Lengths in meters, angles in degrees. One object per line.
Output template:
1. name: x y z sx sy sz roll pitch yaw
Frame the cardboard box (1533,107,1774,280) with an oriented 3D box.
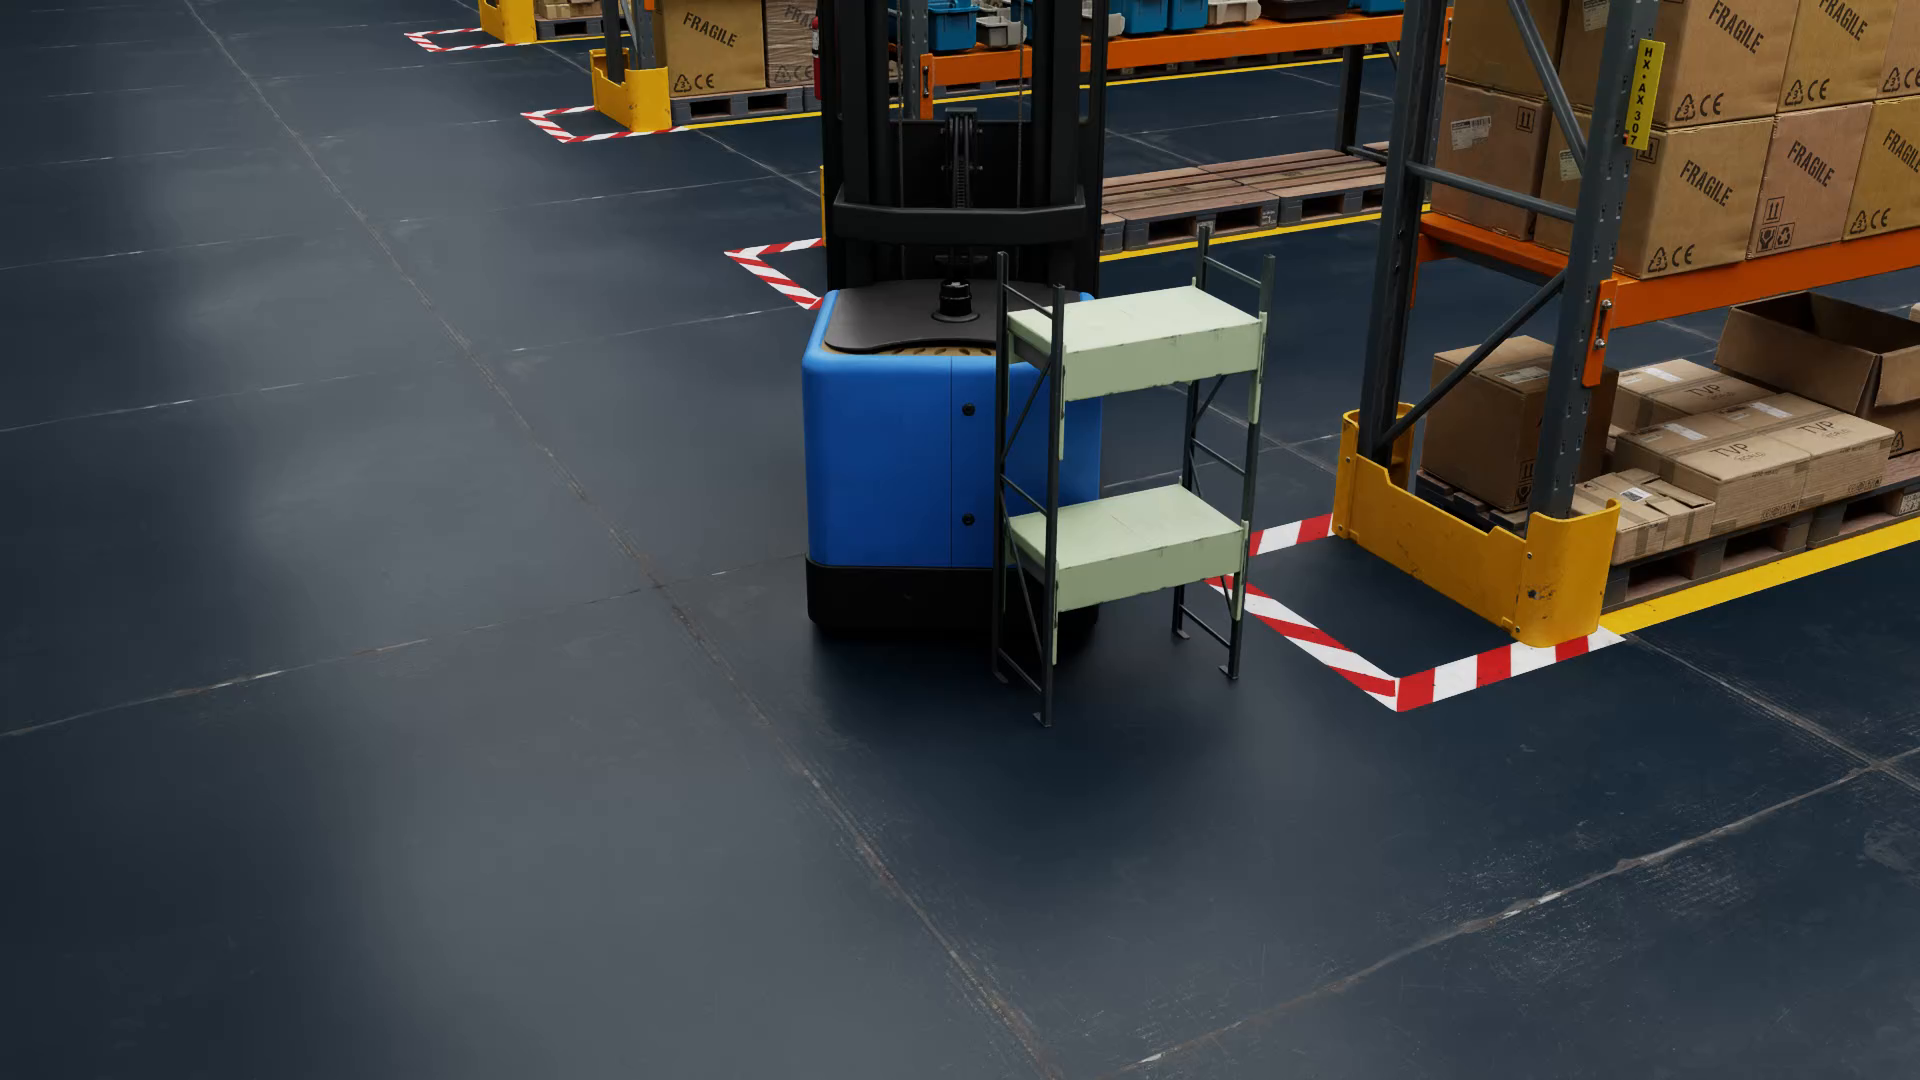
1. cardboard box: 2.378 -1.233 5.737 0.500 0.500 0.500 -12 28 -24

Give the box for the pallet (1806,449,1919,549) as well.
1. pallet: 3.708 -0.366 7.269 1.213 0.211 1.003 -13 29 -25

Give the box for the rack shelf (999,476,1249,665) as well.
1. rack shelf: 0.537 0.090 5.579 0.720 0.370 0.431 -12 28 -23

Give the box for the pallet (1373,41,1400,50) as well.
1. pallet: 4.954 -5.513 17.990 1.213 0.211 1.003 -13 29 -25

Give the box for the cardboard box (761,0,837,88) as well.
1. cardboard box: -1.466 -4.560 14.752 0.875 0.875 0.875 -13 29 -25

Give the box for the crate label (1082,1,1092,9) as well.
1. crate label: 0.666 -3.354 10.505 0.243 0.136 0.396 -13 29 -25

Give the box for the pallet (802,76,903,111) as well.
1. pallet: -1.052 -4.165 15.181 1.213 0.211 1.003 -13 29 -25

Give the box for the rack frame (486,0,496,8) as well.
1. rack frame: -5.040 -6.897 17.650 0.127 3.000 1.000 -13 29 -25

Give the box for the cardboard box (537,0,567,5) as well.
1. cardboard box: -4.457 -5.944 18.130 0.250 0.149 0.380 -12 28 -23

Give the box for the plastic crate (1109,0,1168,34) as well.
1. plastic crate: 1.070 -3.235 10.147 0.300 0.233 0.416 -13 29 -25

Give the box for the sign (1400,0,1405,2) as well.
1. sign: 1.619 -2.079 5.912 0.005 0.325 0.100 -13 29 -25

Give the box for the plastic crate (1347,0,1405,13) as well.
1. plastic crate: 2.813 -3.700 10.940 0.575 0.384 0.392 -13 29 -25

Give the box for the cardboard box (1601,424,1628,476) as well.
1. cardboard box: 2.626 -0.373 6.825 0.250 0.166 0.380 -13 29 -25

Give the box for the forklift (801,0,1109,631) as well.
1. forklift: 0.021 -1.593 6.682 1.130 2.935 3.031 1 26 2

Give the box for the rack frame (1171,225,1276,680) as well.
1. rack frame: 0.869 -0.271 5.576 0.023 1.500 0.400 -12 28 -23

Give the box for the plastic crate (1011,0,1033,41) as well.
1. plastic crate: 0.489 -3.101 9.868 0.300 0.233 0.416 -13 29 -25

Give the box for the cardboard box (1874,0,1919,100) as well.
1. cardboard box: 3.280 -1.893 5.957 0.500 0.500 0.500 -13 28 -24

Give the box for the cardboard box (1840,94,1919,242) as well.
1. cardboard box: 3.275 -1.441 6.171 0.500 0.500 0.500 -13 29 -25

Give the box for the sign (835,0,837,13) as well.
1. sign: -0.738 -3.371 10.118 0.005 0.325 0.100 -13 29 -25

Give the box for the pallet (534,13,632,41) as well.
1. pallet: -4.240 -5.808 18.603 1.213 0.211 1.003 -13 29 -25

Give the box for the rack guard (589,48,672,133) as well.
1. rack guard: -2.817 -3.851 14.193 0.348 0.500 1.175 -13 29 -25

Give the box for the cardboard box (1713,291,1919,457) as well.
1. cardboard box: 3.737 -0.702 7.121 0.637 0.503 0.797 -13 29 -25

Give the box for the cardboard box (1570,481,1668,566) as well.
1. cardboard box: 2.394 -0.066 6.207 0.250 0.149 0.380 -13 29 -25

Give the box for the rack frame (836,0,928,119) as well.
1. rack frame: -0.465 -3.091 9.722 0.127 3.000 1.000 -13 29 -25

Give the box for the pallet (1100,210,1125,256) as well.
1. pallet: 0.281 -1.987 10.645 1.213 0.211 1.003 -13 29 -25

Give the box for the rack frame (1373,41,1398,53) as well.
1. rack frame: 4.263 -6.612 17.056 0.127 3.000 1.000 -13 29 -25

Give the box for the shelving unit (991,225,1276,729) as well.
1. shelving unit: 0.538 -0.203 5.436 0.755 1.500 0.431 -12 28 -23

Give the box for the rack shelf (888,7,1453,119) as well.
1. rack shelf: 1.300 -3.174 10.726 4.000 0.370 1.077 -13 29 -25

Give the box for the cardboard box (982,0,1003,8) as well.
1. cardboard box: 0.114 -4.925 15.512 0.875 0.875 0.875 -13 29 -25

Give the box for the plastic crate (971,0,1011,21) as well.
1. plastic crate: 0.169 -3.234 10.256 0.243 0.136 0.396 -13 29 -25

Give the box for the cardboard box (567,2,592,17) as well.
1. cardboard box: -4.235 -5.871 18.320 0.250 0.149 0.380 -13 29 -25

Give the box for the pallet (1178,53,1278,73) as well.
1. pallet: 2.457 -4.976 16.871 1.213 0.211 1.003 -13 29 -25

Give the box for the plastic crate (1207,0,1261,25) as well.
1. plastic crate: 1.669 -3.344 10.485 0.466 0.136 0.293 -13 29 -25

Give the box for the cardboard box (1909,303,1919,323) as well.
1. cardboard box: 4.920 -0.997 7.958 0.500 0.311 0.500 -13 29 -25

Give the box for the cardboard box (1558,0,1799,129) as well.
1. cardboard box: 2.378 -1.684 5.521 0.500 0.500 0.500 -12 28 -24

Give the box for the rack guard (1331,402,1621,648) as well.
1. rack guard: 1.930 -0.087 6.354 0.348 0.500 1.175 -13 29 -25

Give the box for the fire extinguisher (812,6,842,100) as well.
1. fire extinguisher: -0.812 -3.031 10.117 0.183 0.674 0.296 -13 29 -25

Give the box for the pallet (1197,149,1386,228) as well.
1. pallet: 2.434 -2.484 11.680 1.213 0.211 1.003 -13 29 -25

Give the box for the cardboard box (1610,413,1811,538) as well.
1. cardboard box: 2.917 -0.262 6.498 0.500 0.250 0.500 -13 29 -25

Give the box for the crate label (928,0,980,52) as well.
1. crate label: -0.092 -2.967 9.588 0.303 0.233 0.416 -13 29 -25

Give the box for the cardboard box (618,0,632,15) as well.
1. cardboard box: -3.742 -5.934 18.452 0.250 0.149 0.380 -13 28 -24
